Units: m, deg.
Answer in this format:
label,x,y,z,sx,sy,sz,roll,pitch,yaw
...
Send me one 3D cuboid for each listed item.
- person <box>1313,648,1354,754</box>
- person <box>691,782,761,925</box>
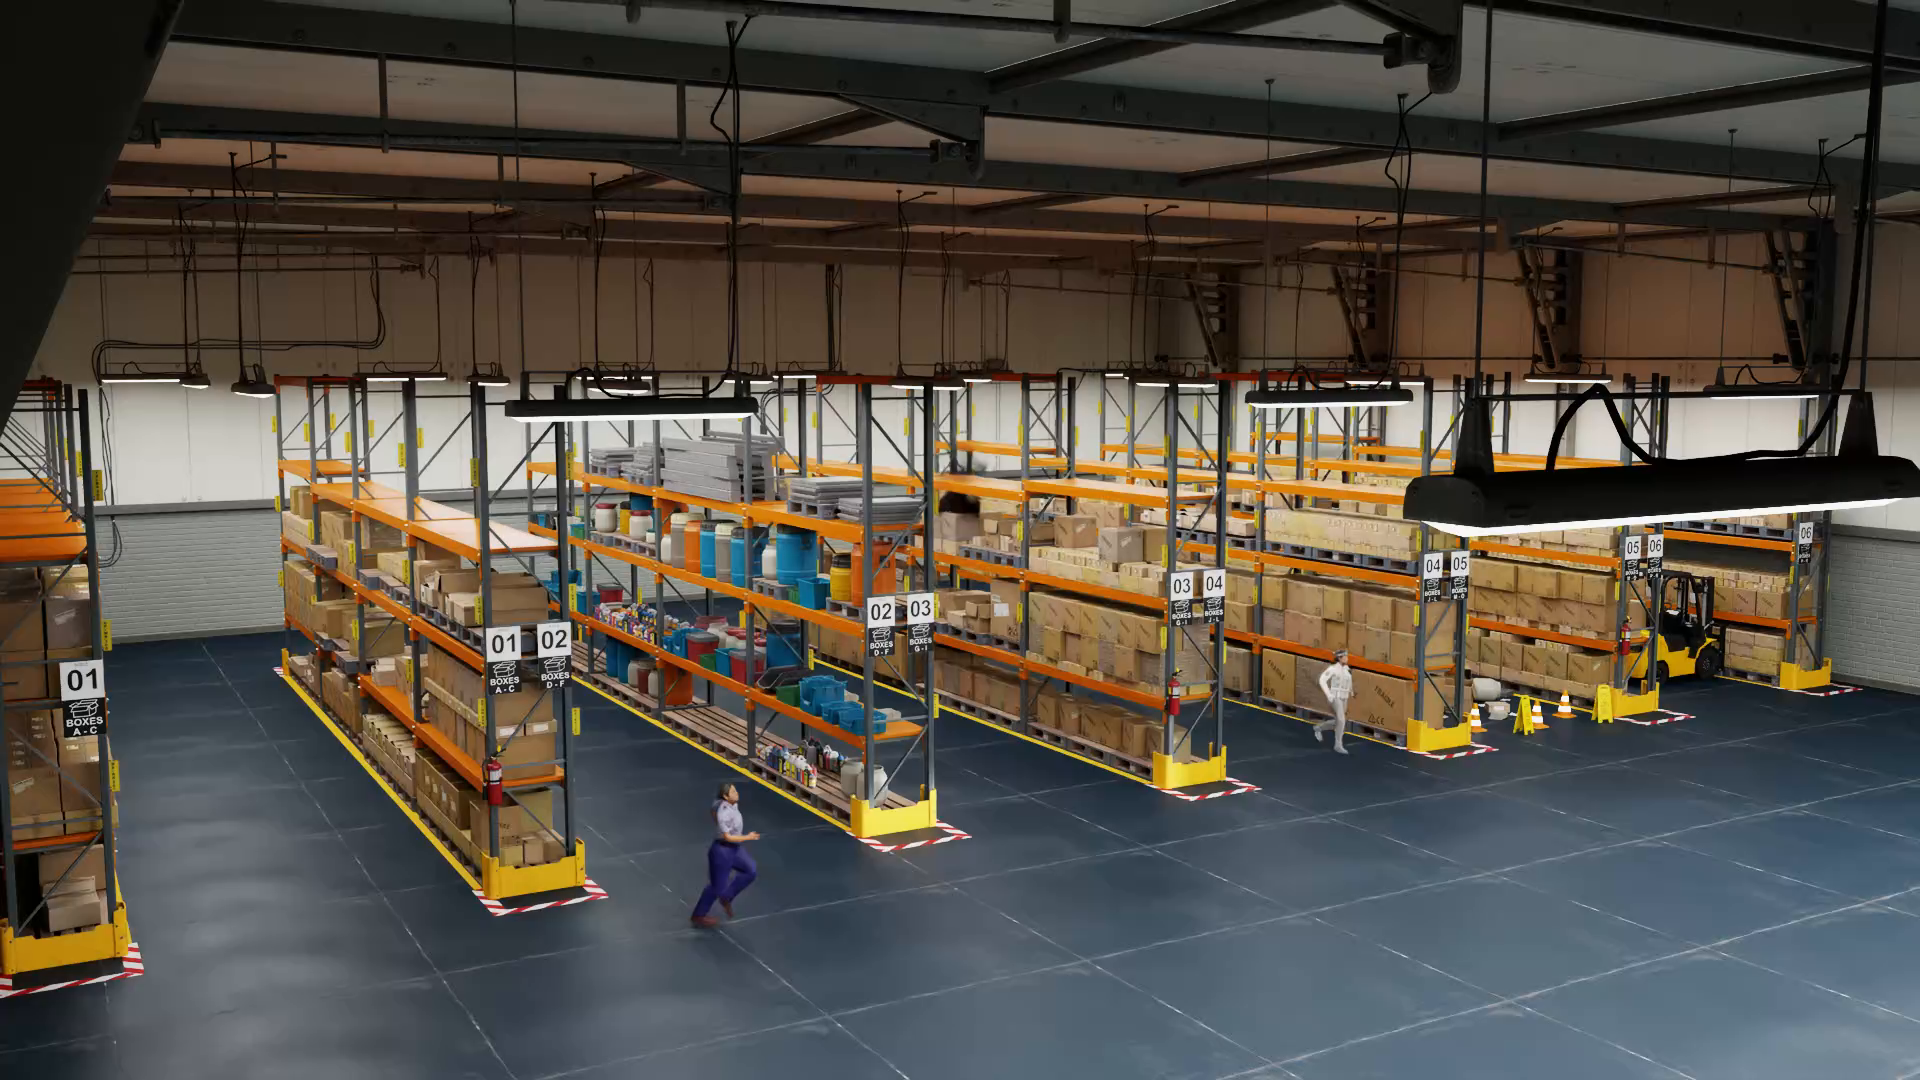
label,x,y,z,sx,sy,sz,roll,pitch,yaw
person,6.106,2.583,26.962,0.657,1.686,0.747,-5,8,-39
person,-2.604,3.488,18.612,0.800,1.589,0.621,0,6,4
